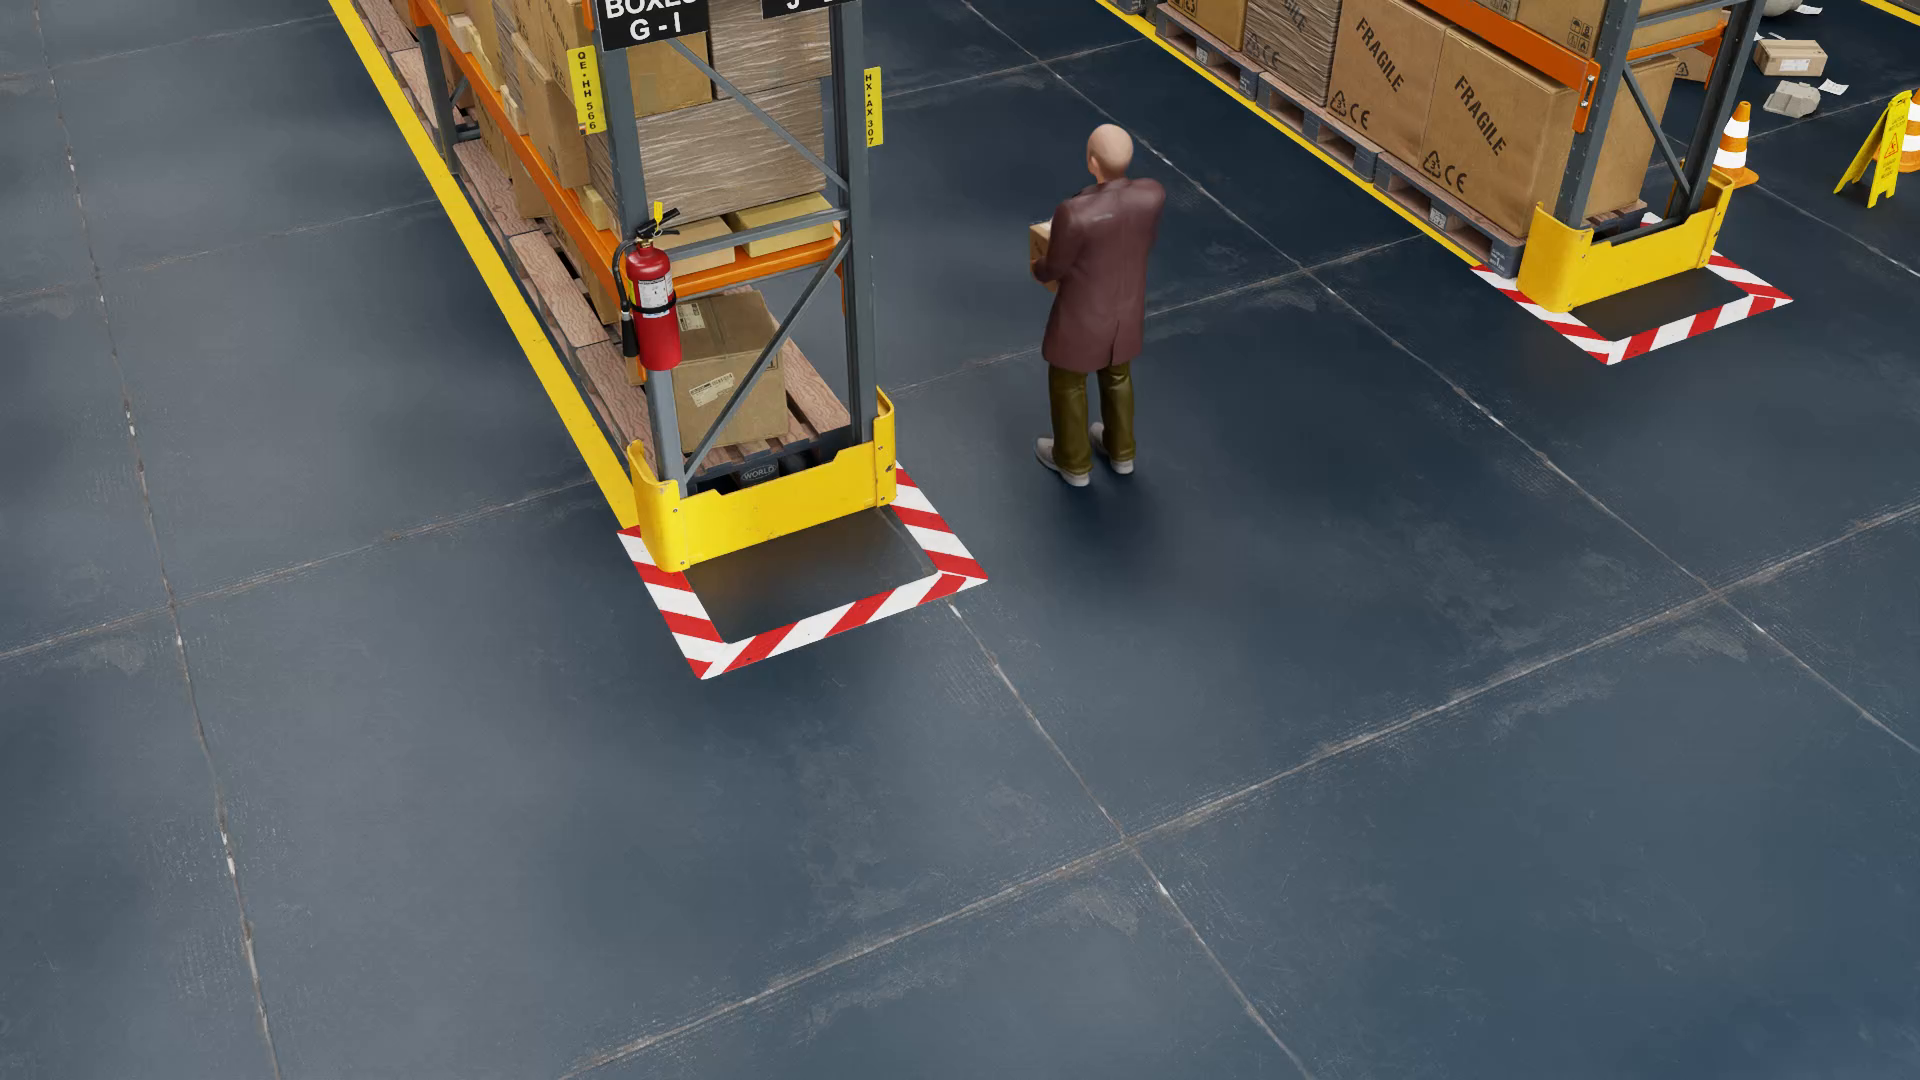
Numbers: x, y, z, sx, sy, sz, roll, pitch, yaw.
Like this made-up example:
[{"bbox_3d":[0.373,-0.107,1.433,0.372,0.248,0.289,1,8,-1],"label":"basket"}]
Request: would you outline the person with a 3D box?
[{"bbox_3d":[0.567,-1.077,7.415,0.554,1.781,0.527,-19,44,-21],"label":"person"}]
